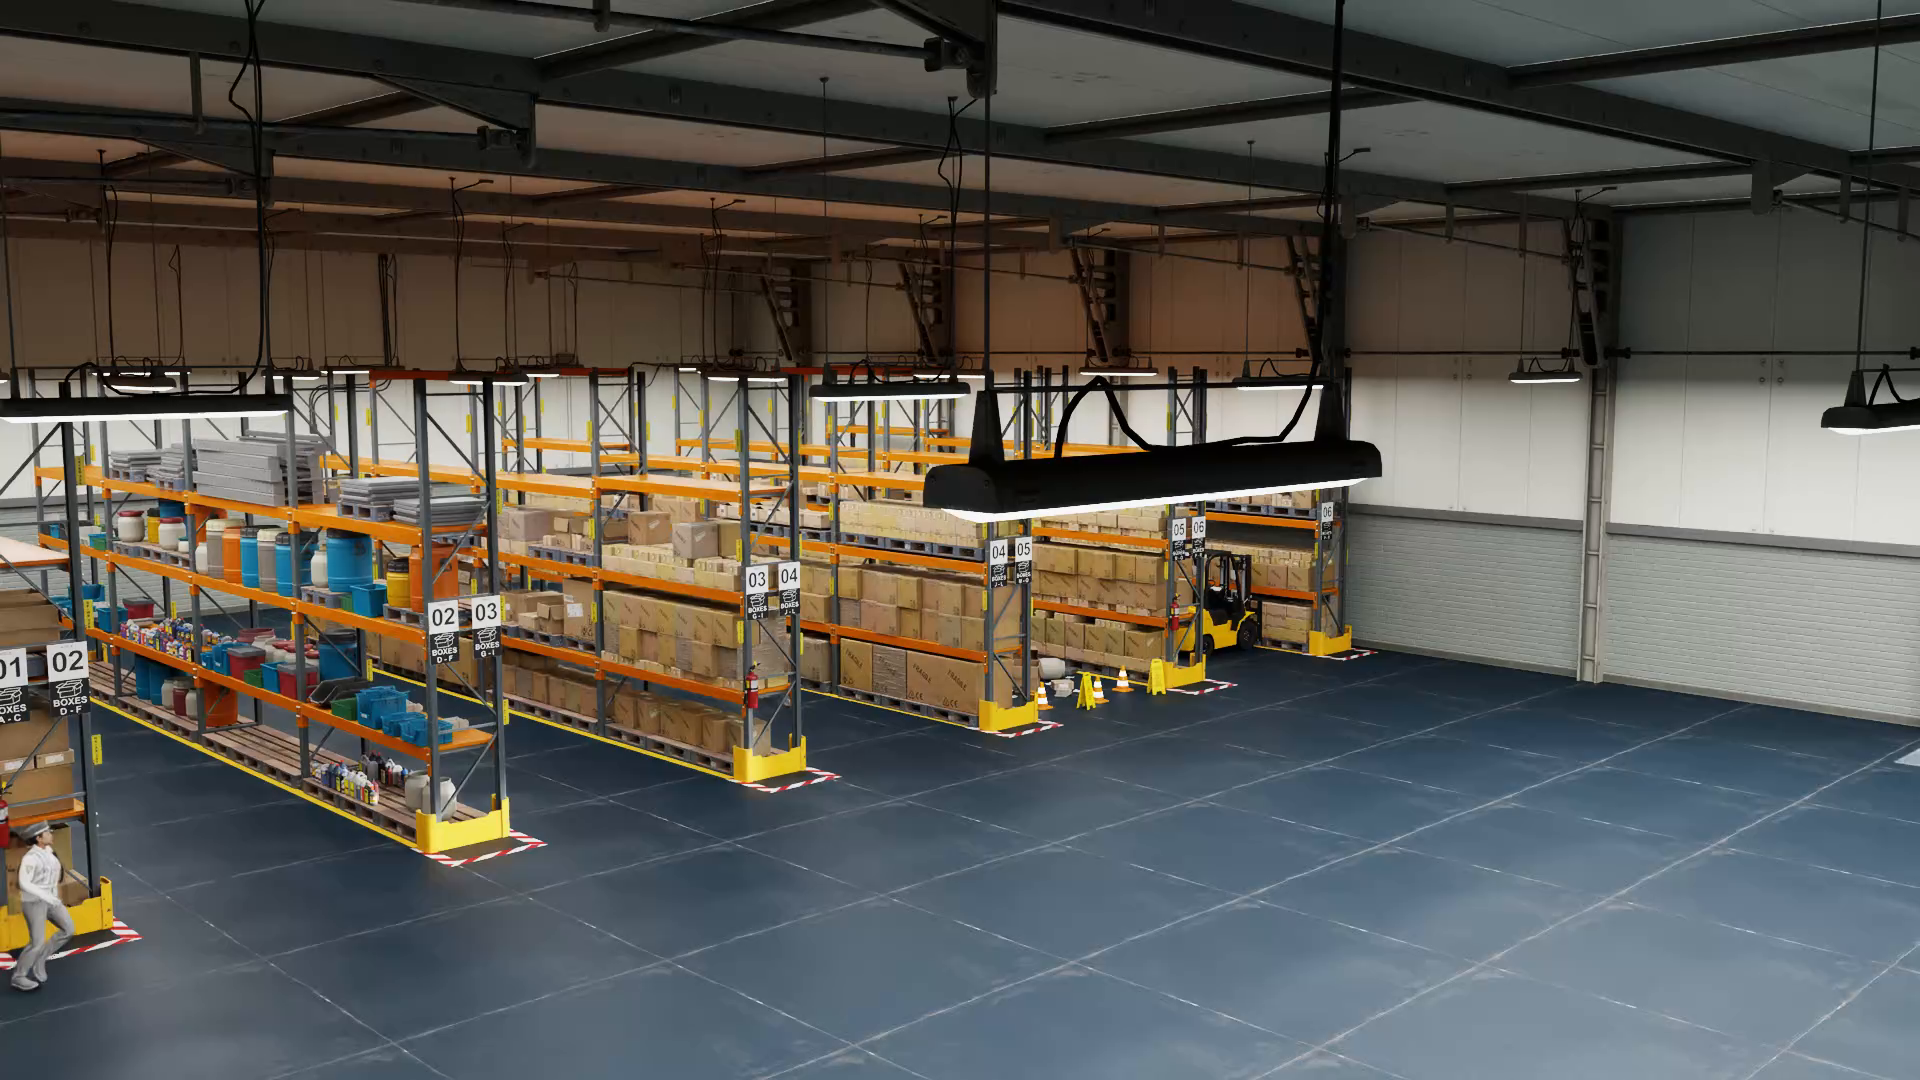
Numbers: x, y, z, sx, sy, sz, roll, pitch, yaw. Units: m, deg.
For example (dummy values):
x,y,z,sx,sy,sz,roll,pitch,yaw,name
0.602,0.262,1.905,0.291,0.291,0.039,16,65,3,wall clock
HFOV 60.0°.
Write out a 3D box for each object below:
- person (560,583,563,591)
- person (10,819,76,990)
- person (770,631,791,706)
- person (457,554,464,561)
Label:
x,y,z,sx,sy,sz,roll,pitch,yaw,name
-9.683,0.862,41.195,0.645,1.793,0.714,4,7,30,person
-9.212,3.629,16.743,0.552,1.634,0.677,0,6,-2,person
-3.233,2.174,29.855,0.841,1.572,0.546,5,8,36,person
-11.548,1.153,38.291,0.738,1.759,0.916,-2,7,-17,person
